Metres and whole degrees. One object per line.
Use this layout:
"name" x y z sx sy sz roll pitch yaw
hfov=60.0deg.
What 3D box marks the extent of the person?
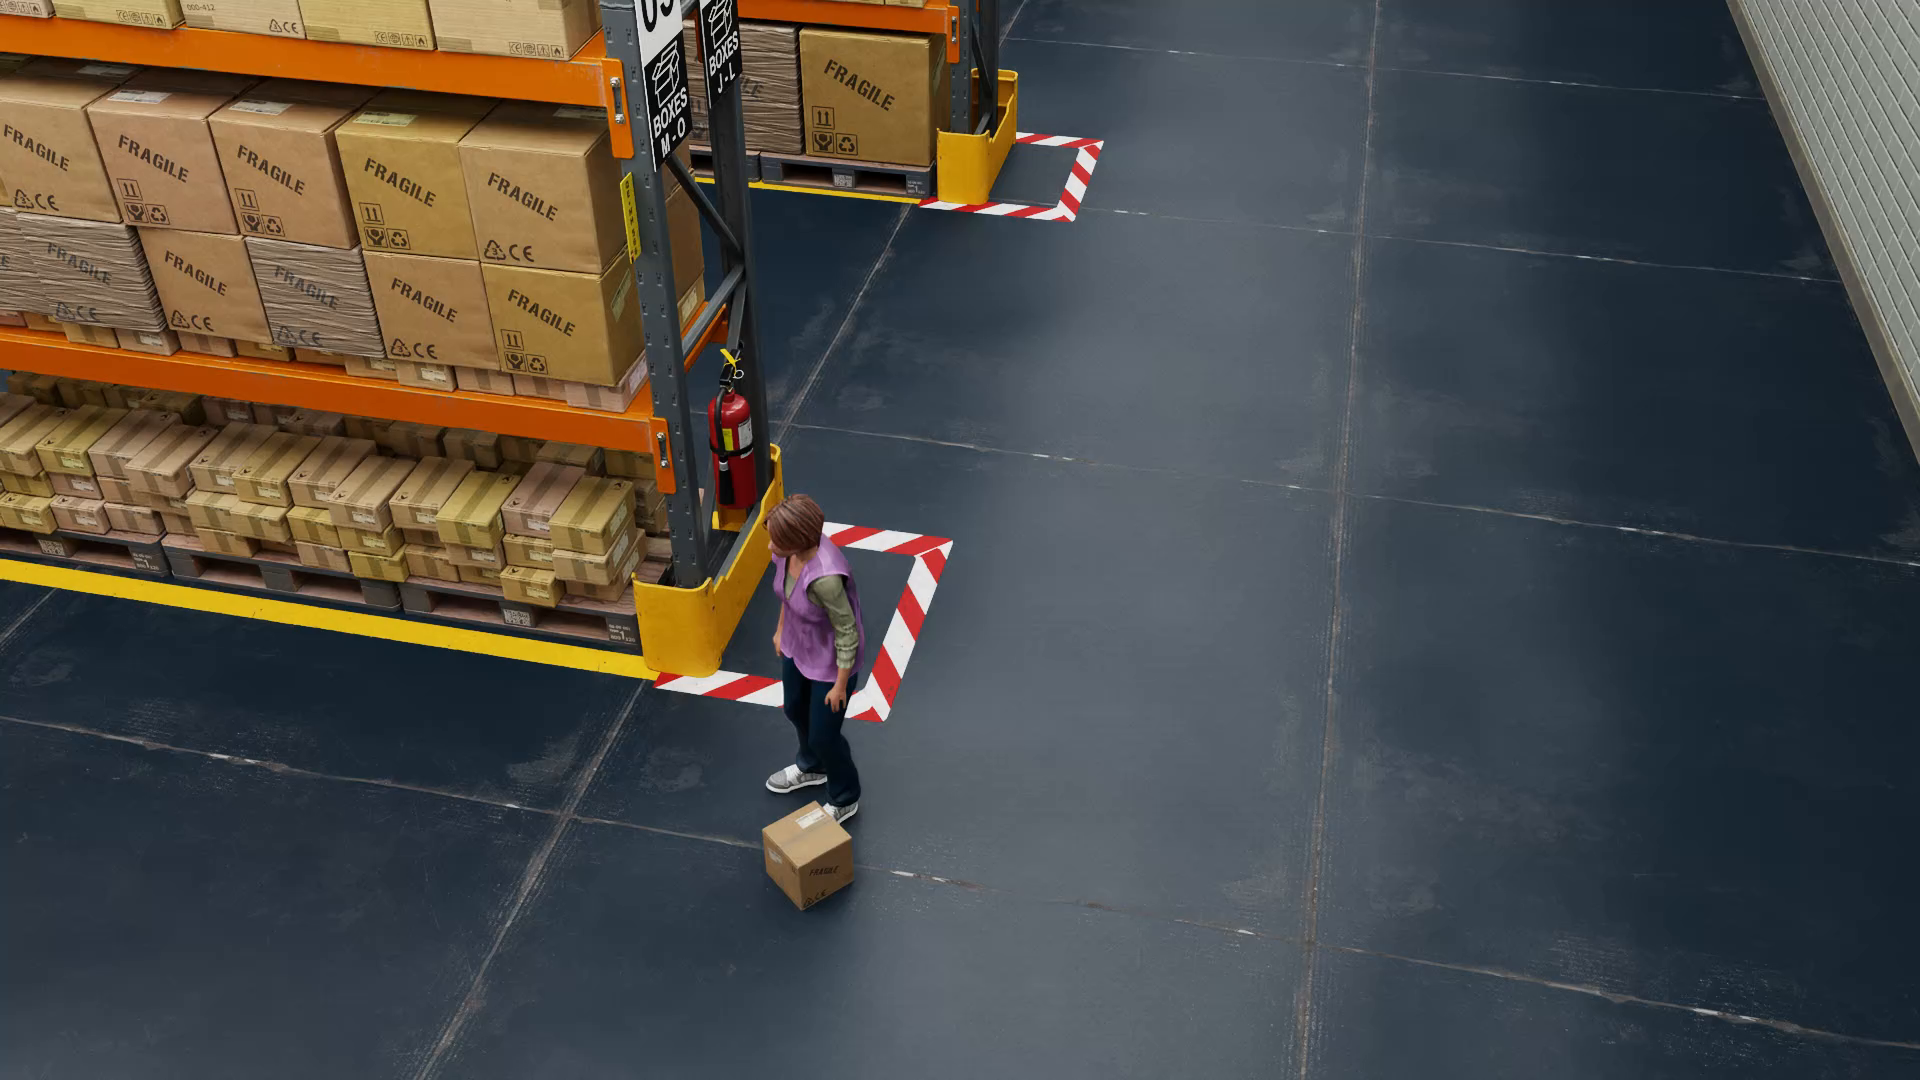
"person" -0.555 0.458 6.366 0.346 1.592 0.484 -23 43 -27
